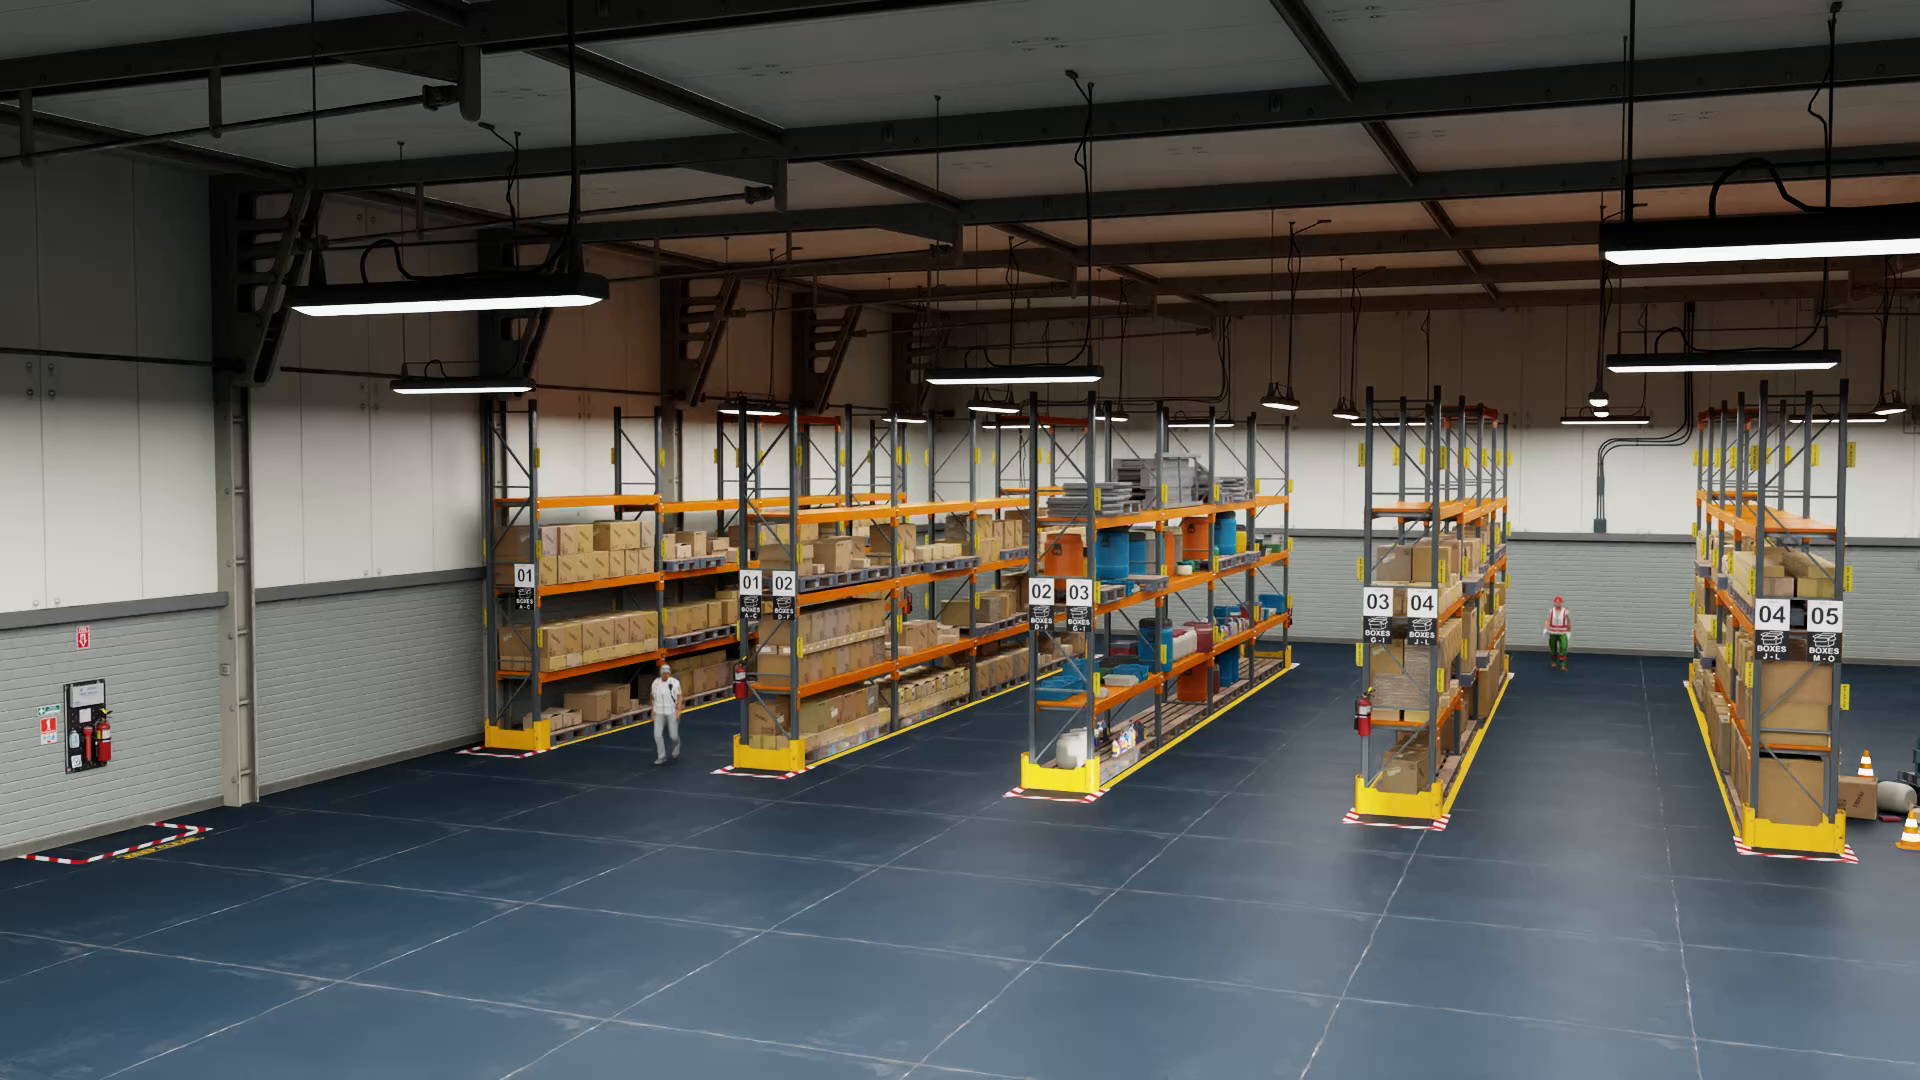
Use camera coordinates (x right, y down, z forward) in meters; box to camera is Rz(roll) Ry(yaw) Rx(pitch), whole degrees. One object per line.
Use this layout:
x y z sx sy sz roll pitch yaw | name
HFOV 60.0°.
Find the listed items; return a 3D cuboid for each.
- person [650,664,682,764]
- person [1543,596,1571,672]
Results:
-4.835 2.843 27.386 0.538 1.644 0.607 0 3 2 | person
13.992 2.186 38.974 0.639 1.729 1.055 1 3 17 | person
